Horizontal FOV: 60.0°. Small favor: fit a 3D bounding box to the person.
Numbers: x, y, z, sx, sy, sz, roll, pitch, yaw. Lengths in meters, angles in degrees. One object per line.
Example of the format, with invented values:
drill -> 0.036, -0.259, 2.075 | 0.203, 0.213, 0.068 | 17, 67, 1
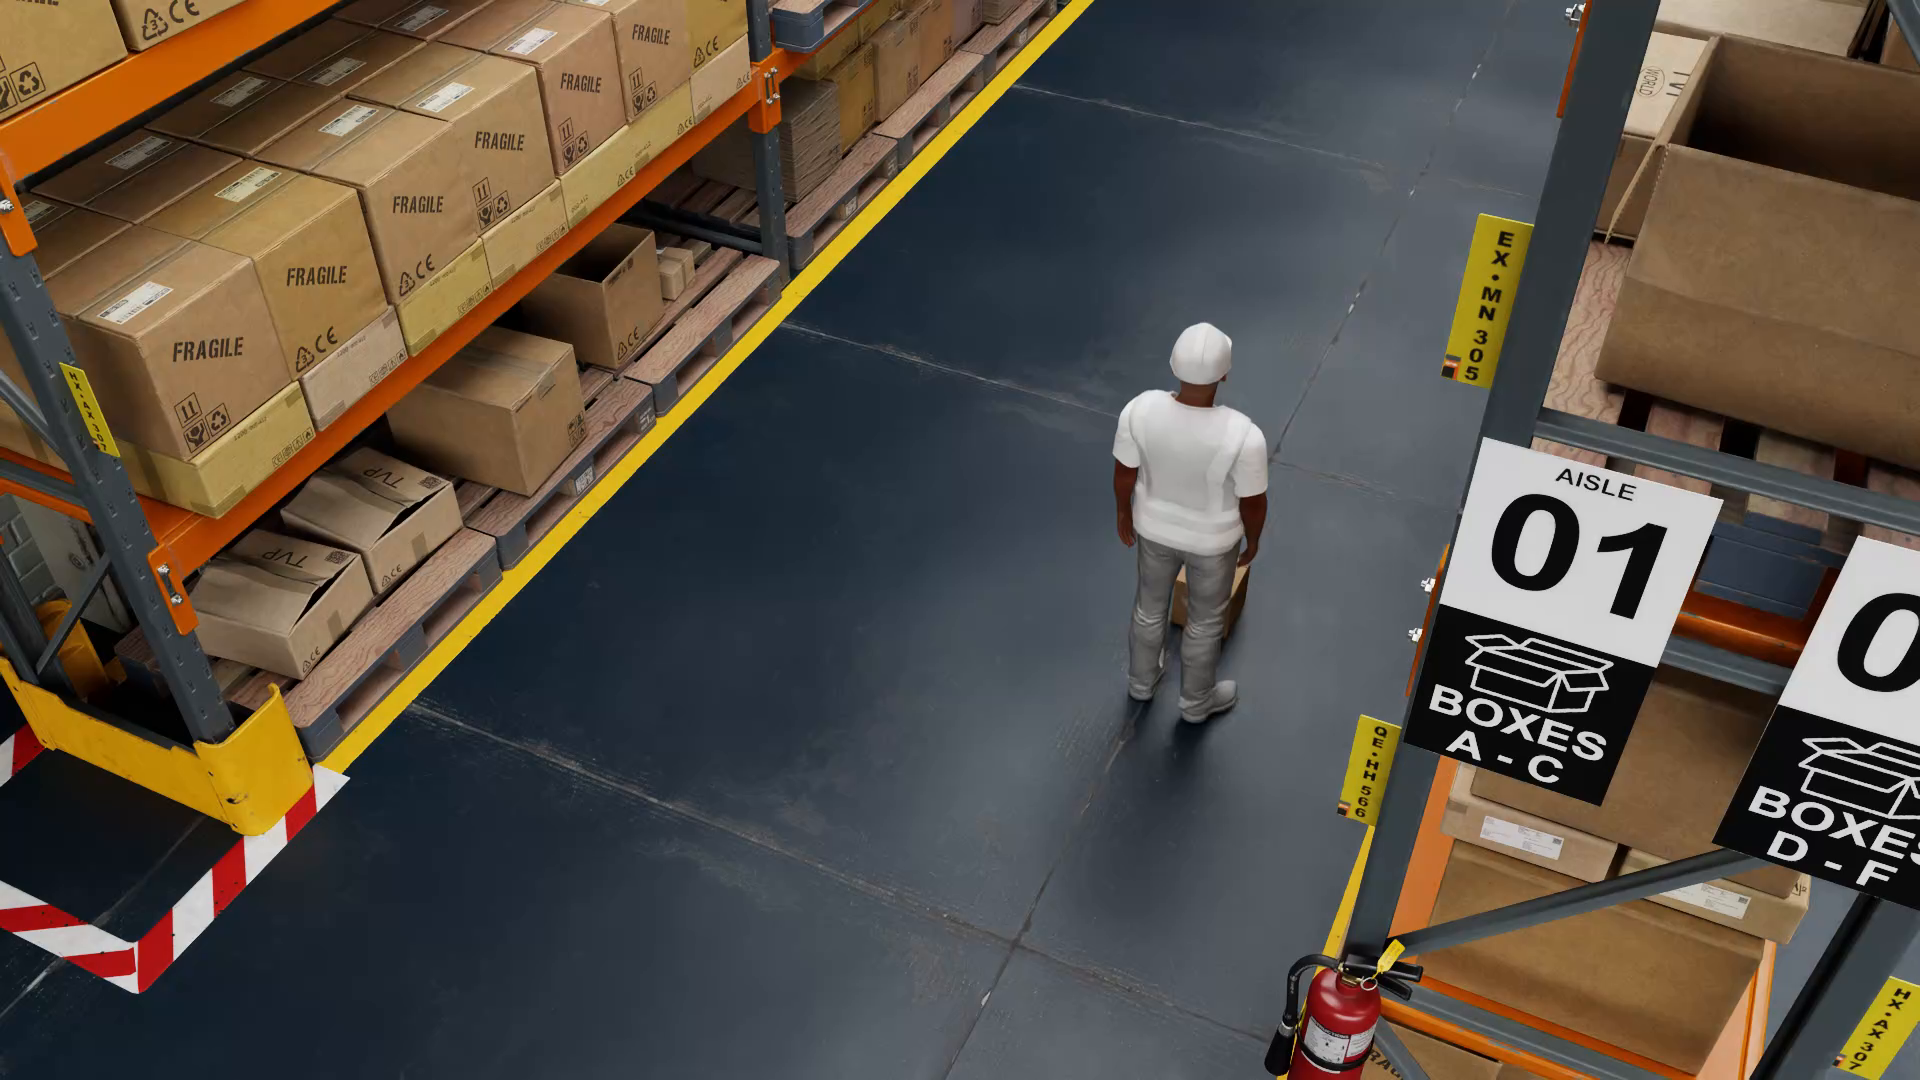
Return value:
person -> 0.846, -0.052, 6.204 | 0.577, 1.784, 0.366 | 18, 45, 19
